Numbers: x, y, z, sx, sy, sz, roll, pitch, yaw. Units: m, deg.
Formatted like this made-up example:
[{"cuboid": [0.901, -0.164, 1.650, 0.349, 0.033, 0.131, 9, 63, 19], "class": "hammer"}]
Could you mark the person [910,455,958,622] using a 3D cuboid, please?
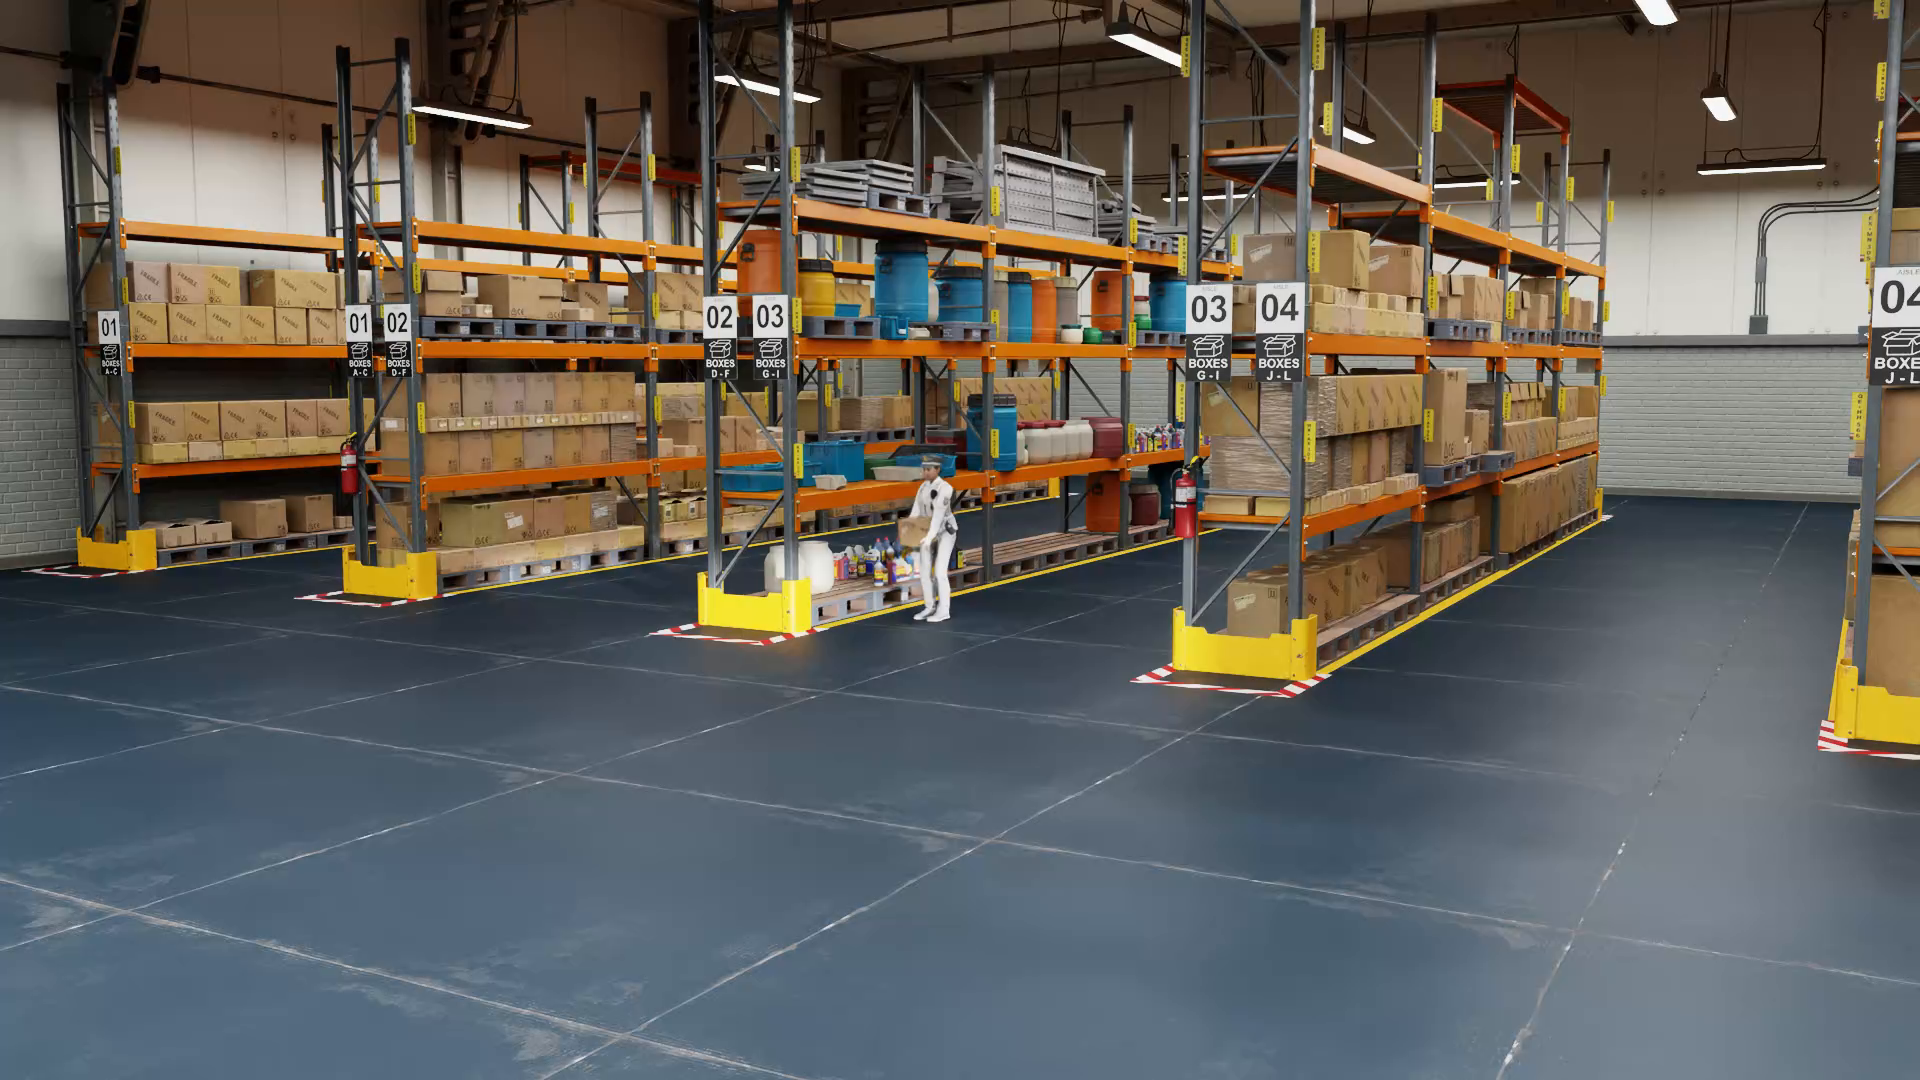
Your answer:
[{"cuboid": [-0.285, -0.023, 16.613, 0.542, 1.667, 0.414, -6, 8, -43], "class": "person"}]
